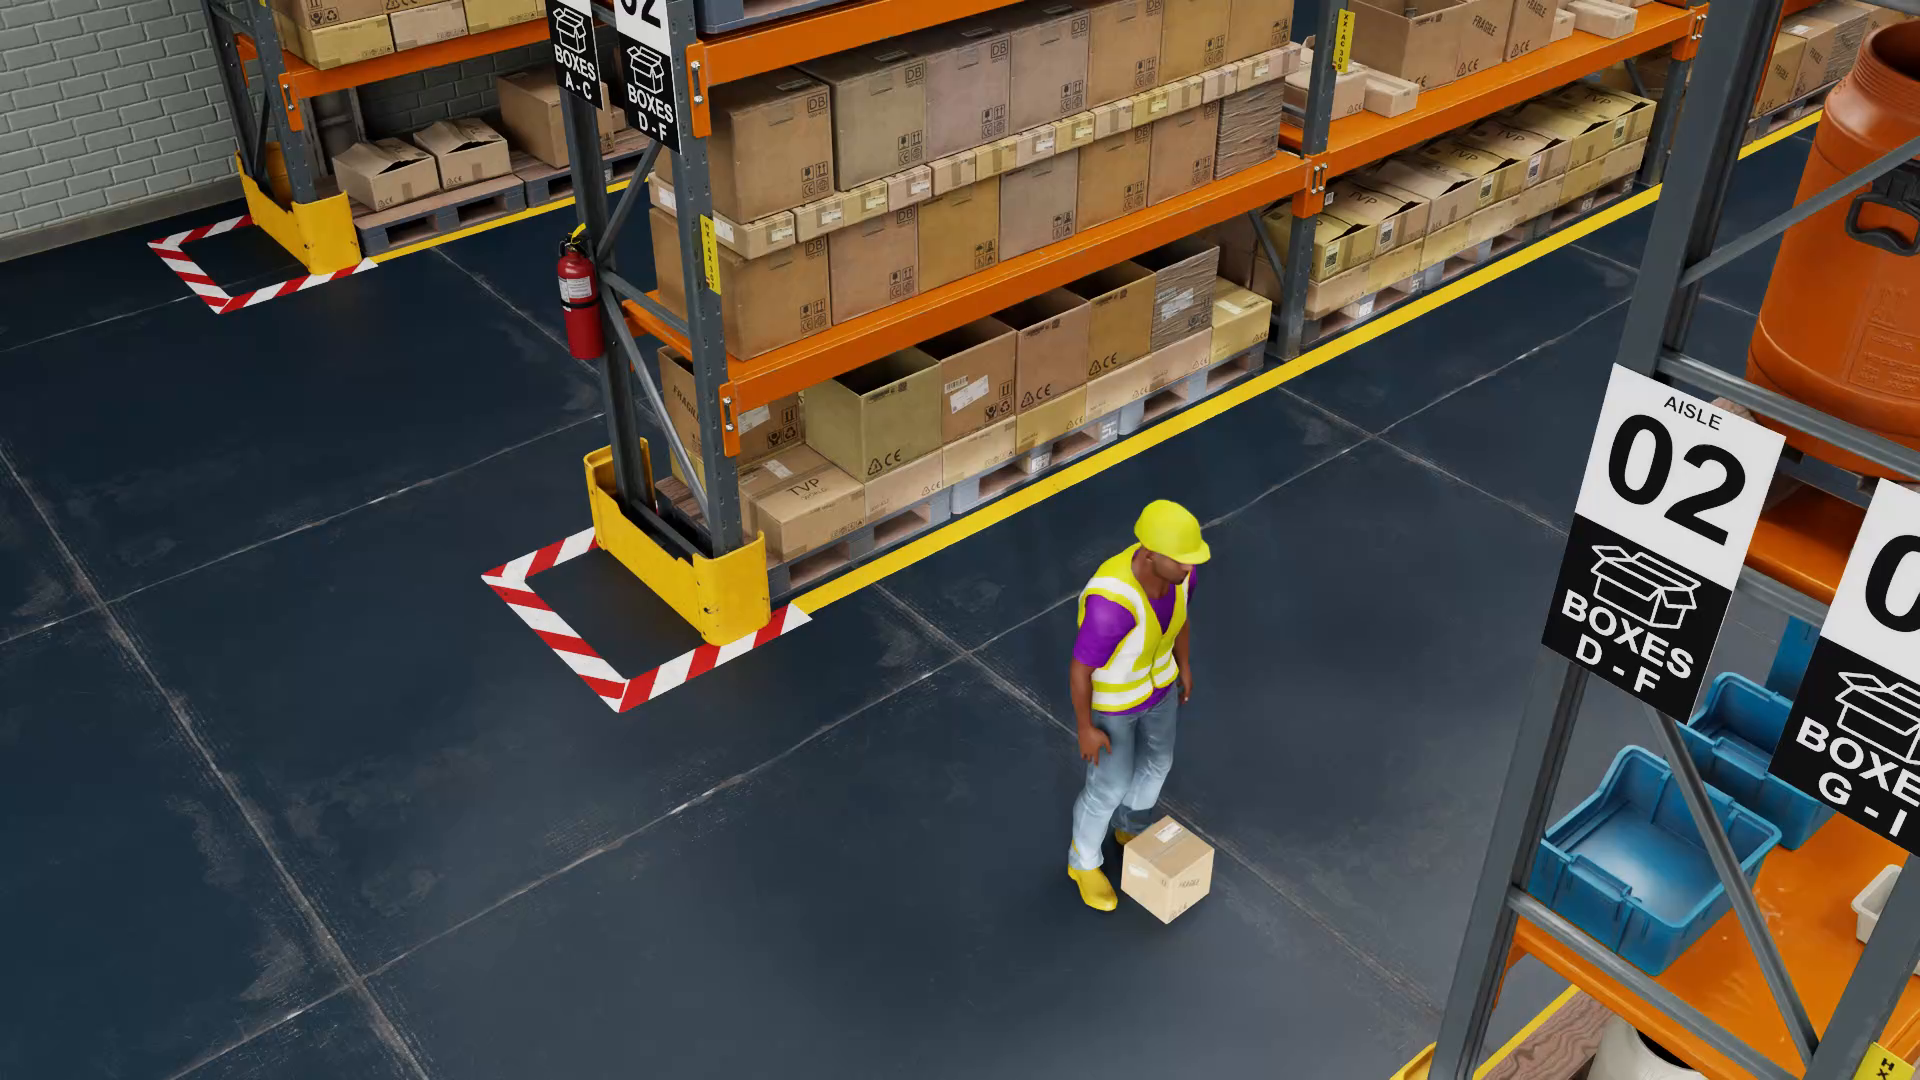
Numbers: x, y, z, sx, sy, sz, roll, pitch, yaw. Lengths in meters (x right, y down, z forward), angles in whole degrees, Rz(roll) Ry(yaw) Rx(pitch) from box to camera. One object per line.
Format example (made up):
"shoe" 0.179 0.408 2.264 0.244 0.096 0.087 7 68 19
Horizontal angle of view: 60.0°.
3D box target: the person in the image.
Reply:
"person" 0.660 0.583 6.252 0.625 1.759 0.460 -29 45 -34
